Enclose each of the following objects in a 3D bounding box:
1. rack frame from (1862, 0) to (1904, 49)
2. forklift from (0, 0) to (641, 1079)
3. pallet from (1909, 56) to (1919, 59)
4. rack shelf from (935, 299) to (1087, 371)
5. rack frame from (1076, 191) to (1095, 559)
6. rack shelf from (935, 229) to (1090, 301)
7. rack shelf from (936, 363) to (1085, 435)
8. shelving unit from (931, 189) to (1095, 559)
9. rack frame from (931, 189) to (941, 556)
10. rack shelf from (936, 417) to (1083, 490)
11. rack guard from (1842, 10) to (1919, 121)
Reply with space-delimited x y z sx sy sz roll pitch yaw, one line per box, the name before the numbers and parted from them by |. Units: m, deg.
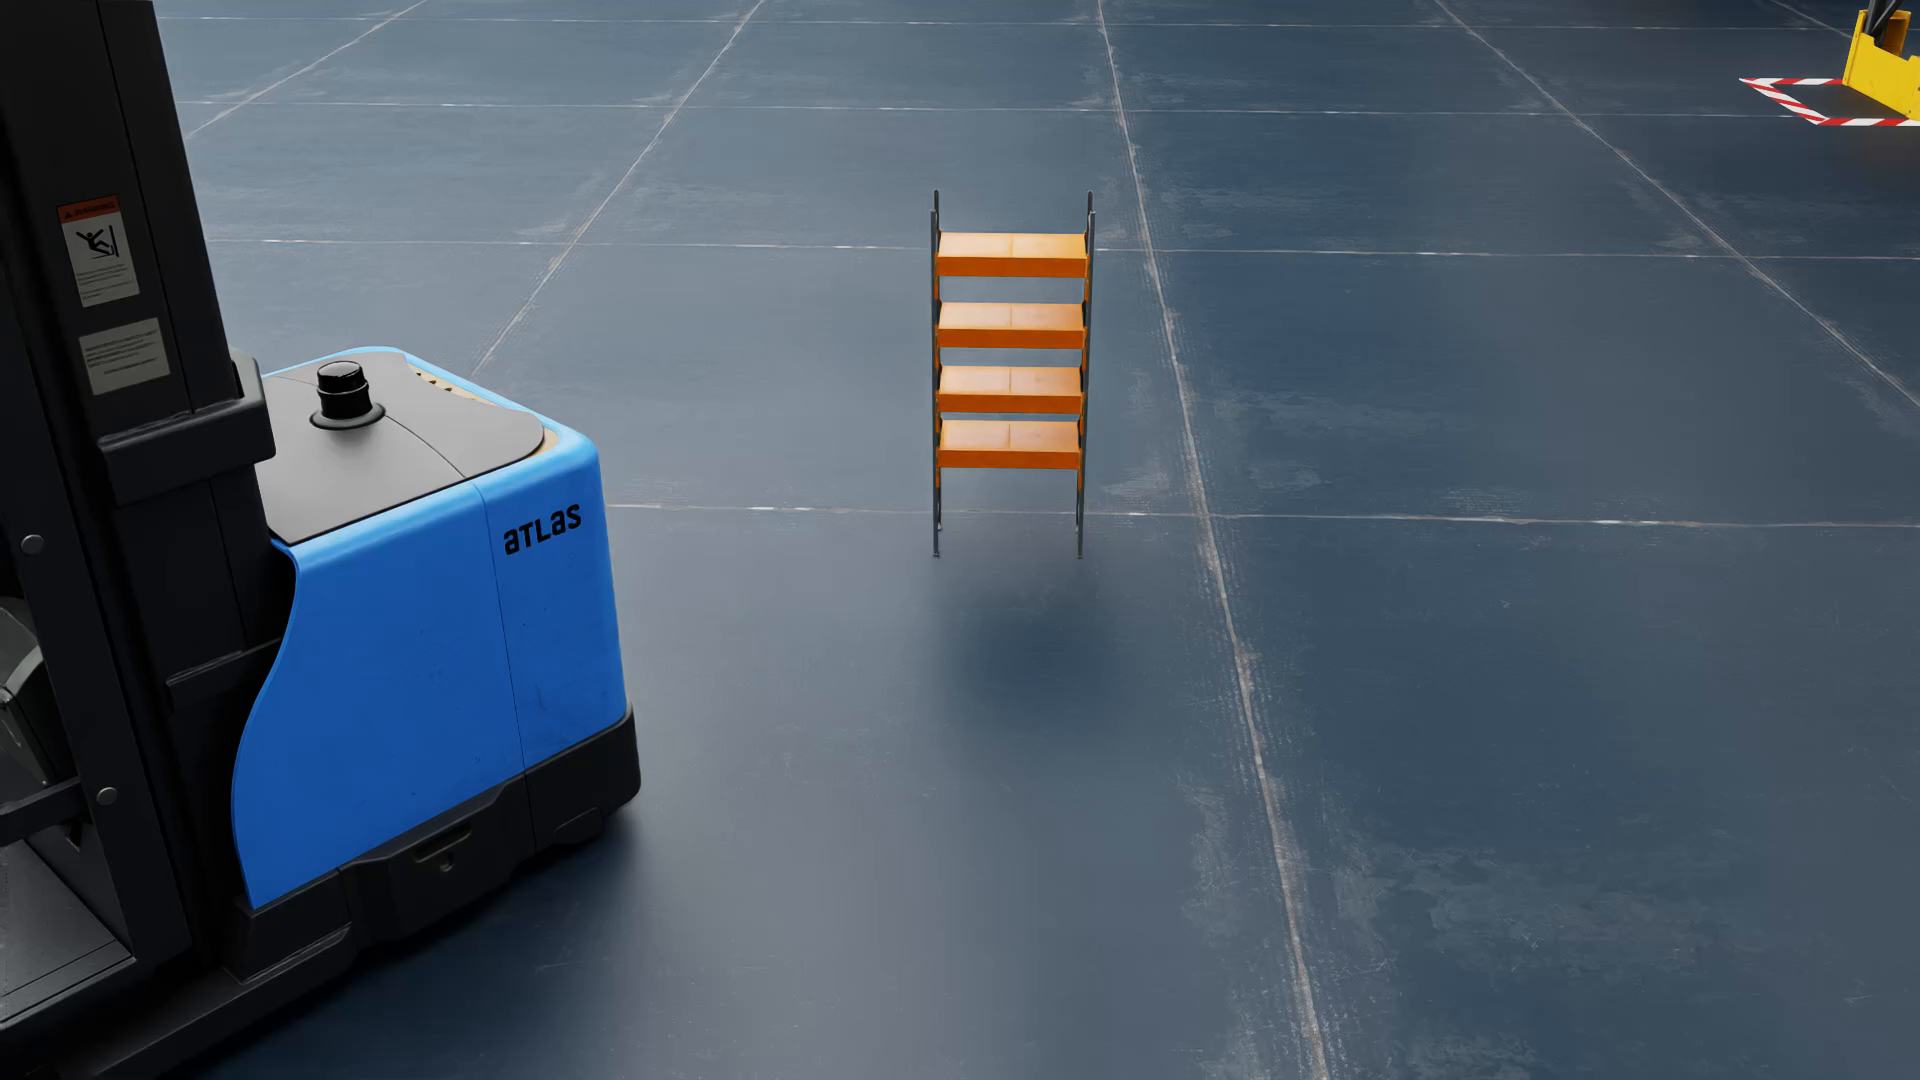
rack frame | 6.404 -4.350 10.753 0.127 3.000 1.000 1 28 2
forklift | -2.204 -0.227 3.048 1.130 2.935 3.031 23 36 37
pallet | 7.290 -3.087 11.347 1.213 0.211 1.003 1 28 2
rack shelf | 0.165 -0.666 5.391 0.480 0.148 0.258 1 28 2
rack frame | 0.409 -0.523 5.456 0.015 1.200 0.240 1 28 2
rack shelf | 0.165 -0.875 5.280 0.480 0.148 0.258 1 28 2
rack shelf | 0.165 -0.468 5.495 0.480 0.148 0.258 1 28 2
shelving unit | 0.165 -0.527 5.464 0.503 1.200 0.258 1 28 2
rack frame | -0.078 -0.531 5.471 0.015 1.200 0.240 1 28 2
rack shelf | 0.165 -0.293 5.588 0.480 0.148 0.258 1 28 2
rack guard | 6.480 -3.244 11.336 0.348 0.500 1.175 1 28 2
